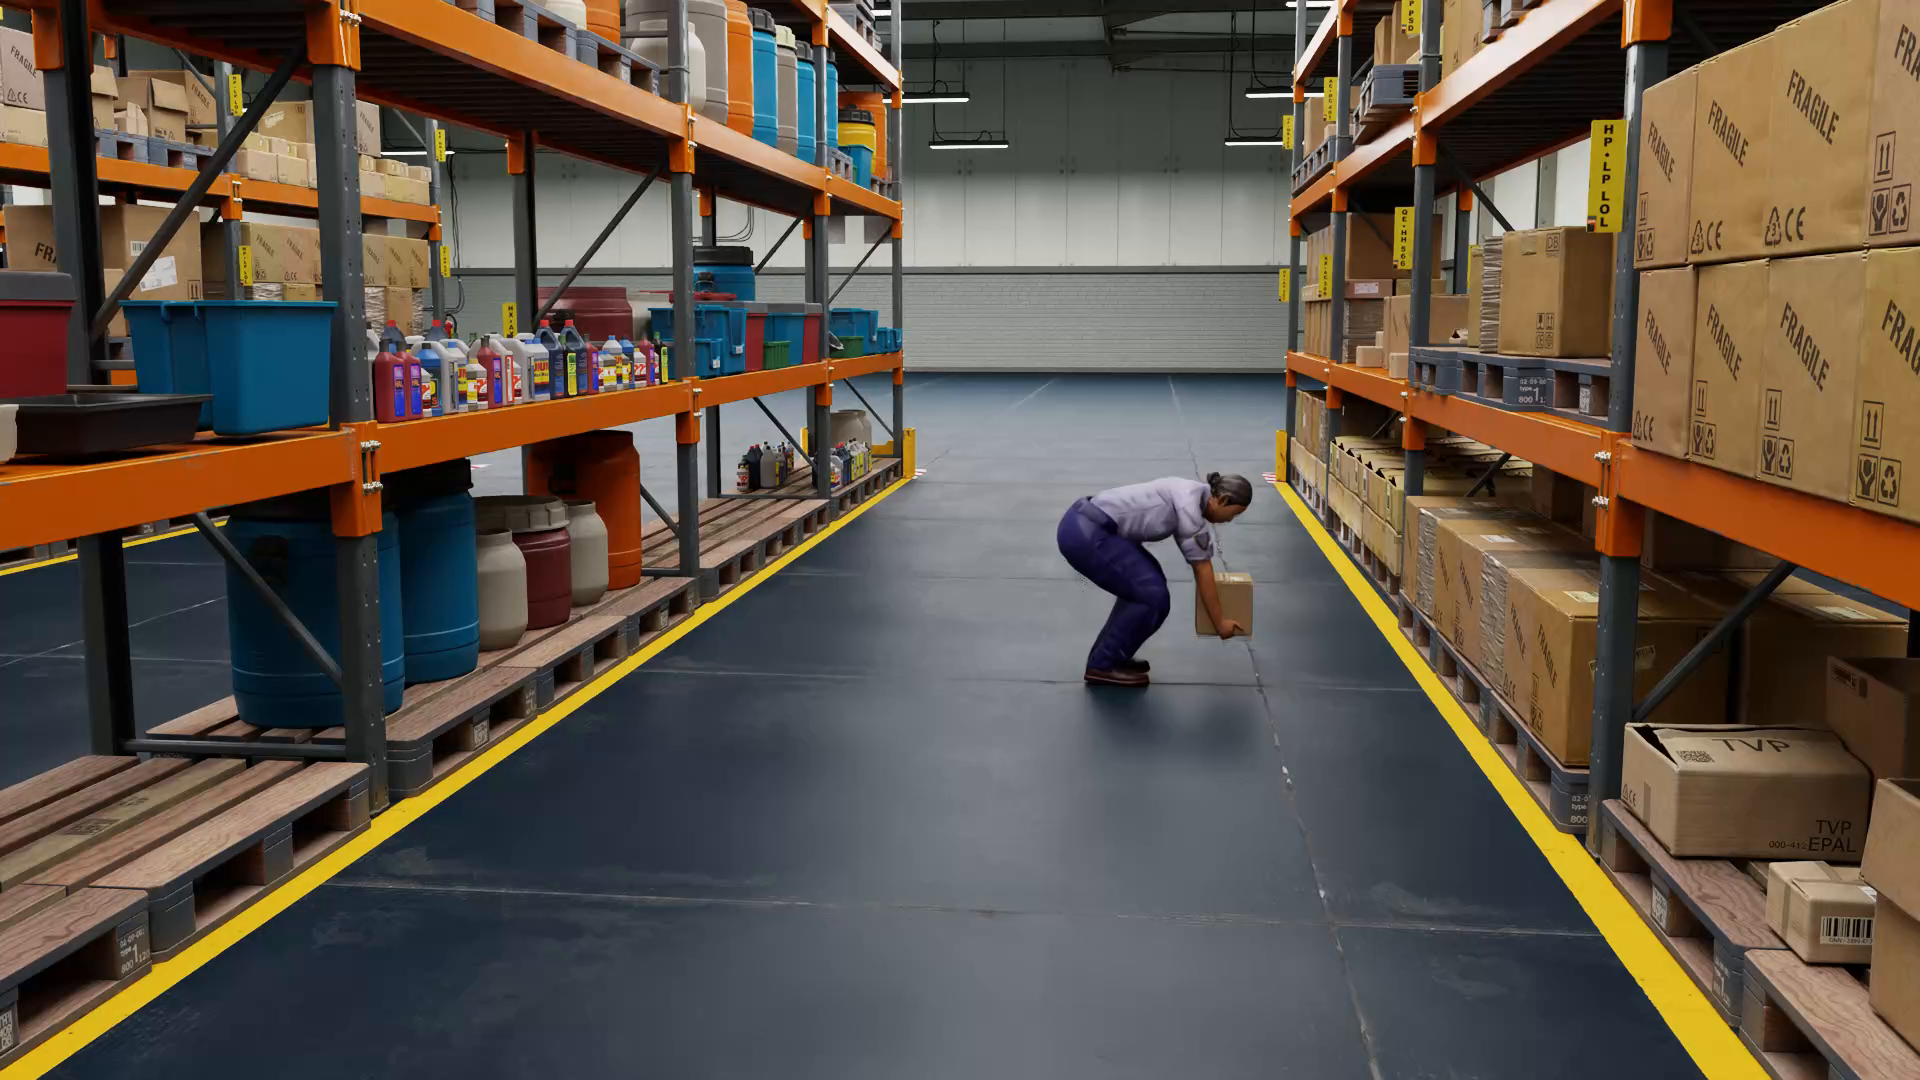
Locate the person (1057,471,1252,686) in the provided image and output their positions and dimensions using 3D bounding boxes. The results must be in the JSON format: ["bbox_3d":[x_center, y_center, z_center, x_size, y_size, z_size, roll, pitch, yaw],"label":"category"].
[{"bbox_3d":[0.892,0.164,7.680,0.892,0.972,0.520,0,8,4],"label":"person"}]
